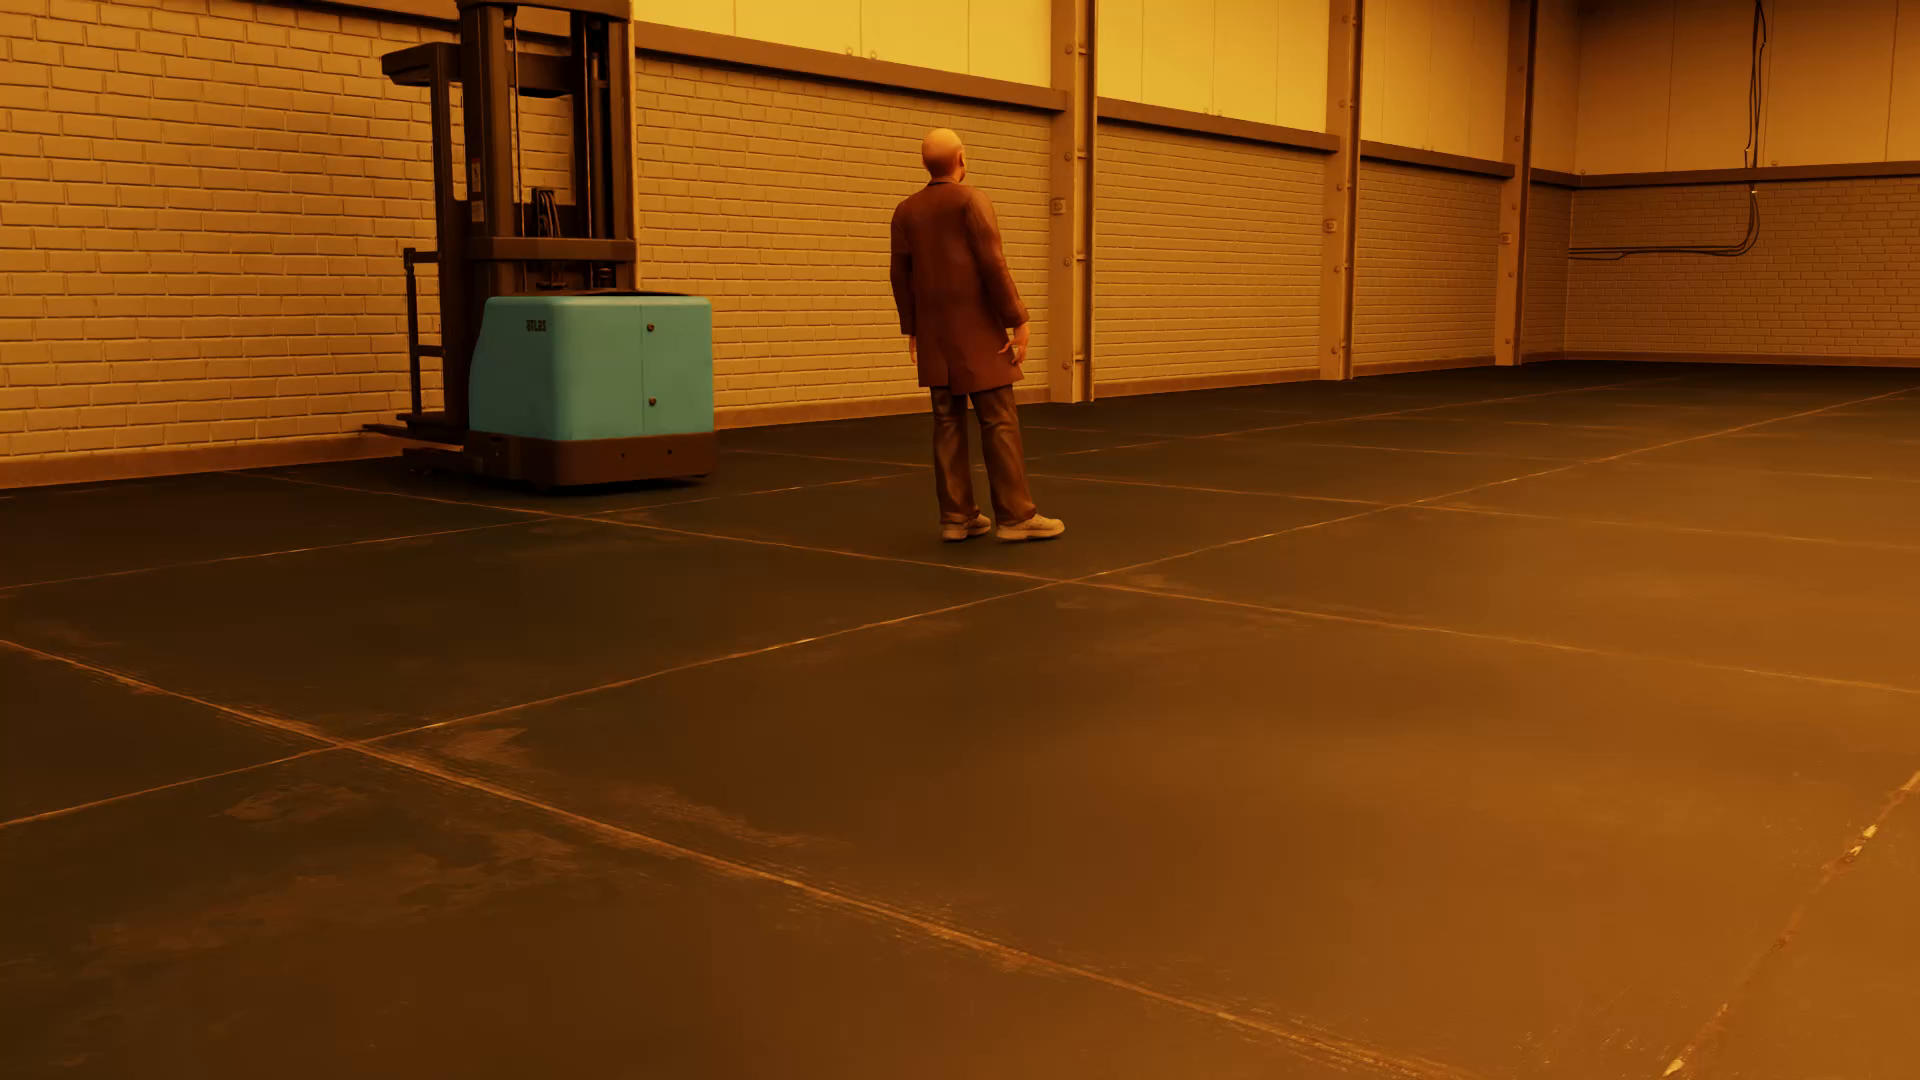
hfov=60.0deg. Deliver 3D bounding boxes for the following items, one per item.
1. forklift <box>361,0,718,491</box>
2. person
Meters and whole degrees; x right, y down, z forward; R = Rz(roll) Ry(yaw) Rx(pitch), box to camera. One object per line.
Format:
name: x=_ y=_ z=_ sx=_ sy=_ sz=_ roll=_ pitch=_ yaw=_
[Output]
forklift: x=-2.758 y=-1.875 z=10.093 sx=1.130 sy=2.935 sz=3.031 roll=-8 pitch=11 yaw=-42
person: x=0.061 y=-0.897 z=7.344 sx=0.696 sy=1.778 sz=0.579 roll=7 pitch=11 yaw=38
